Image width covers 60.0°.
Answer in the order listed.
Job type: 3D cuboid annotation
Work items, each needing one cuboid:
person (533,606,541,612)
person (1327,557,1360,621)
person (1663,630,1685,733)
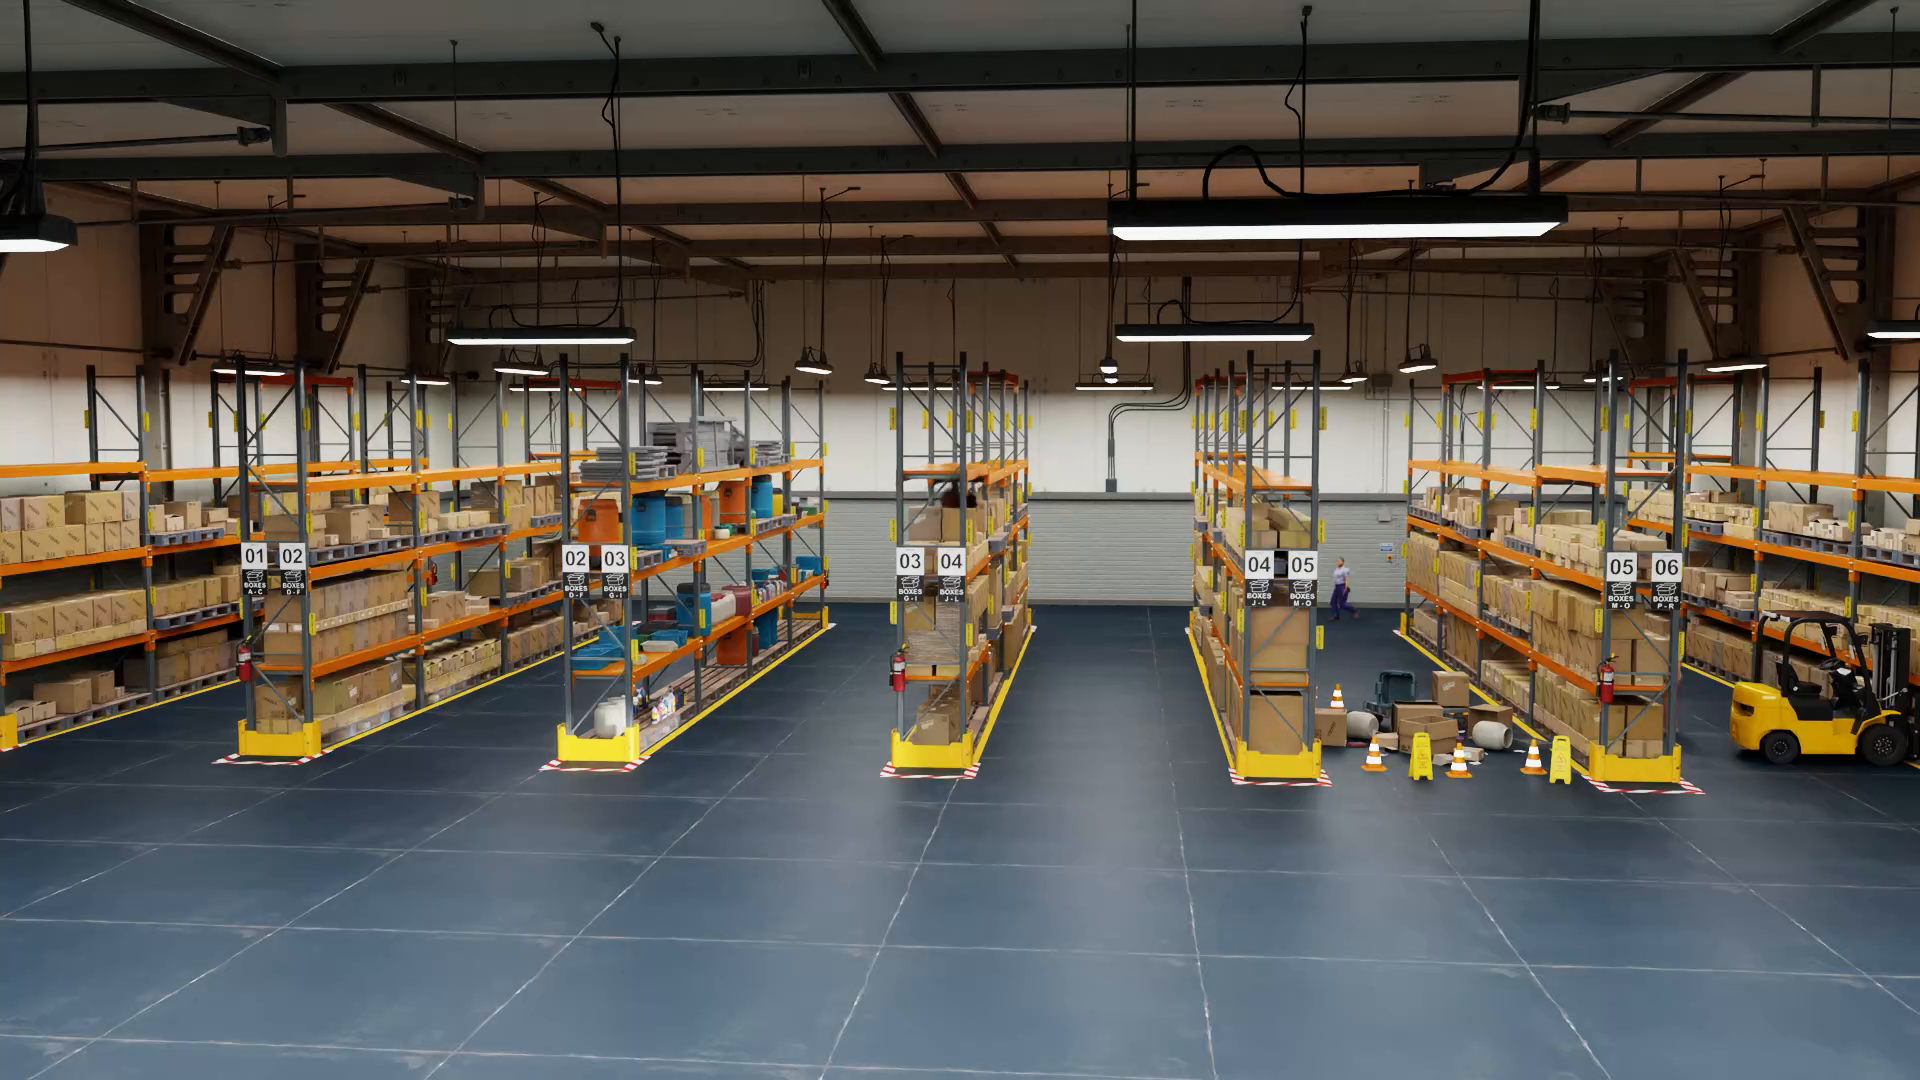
[{"bbox_3d":[-11.053,1.089,43.295,0.495,1.710,0.527,1,4,14],"label":"person"},{"bbox_3d":[9.598,1.225,41.633,0.775,1.610,0.519,0,4,-2],"label":"person"},{"bbox_3d":[11.486,2.272,26.841,0.372,1.676,0.505,3,5,32],"label":"person"}]
